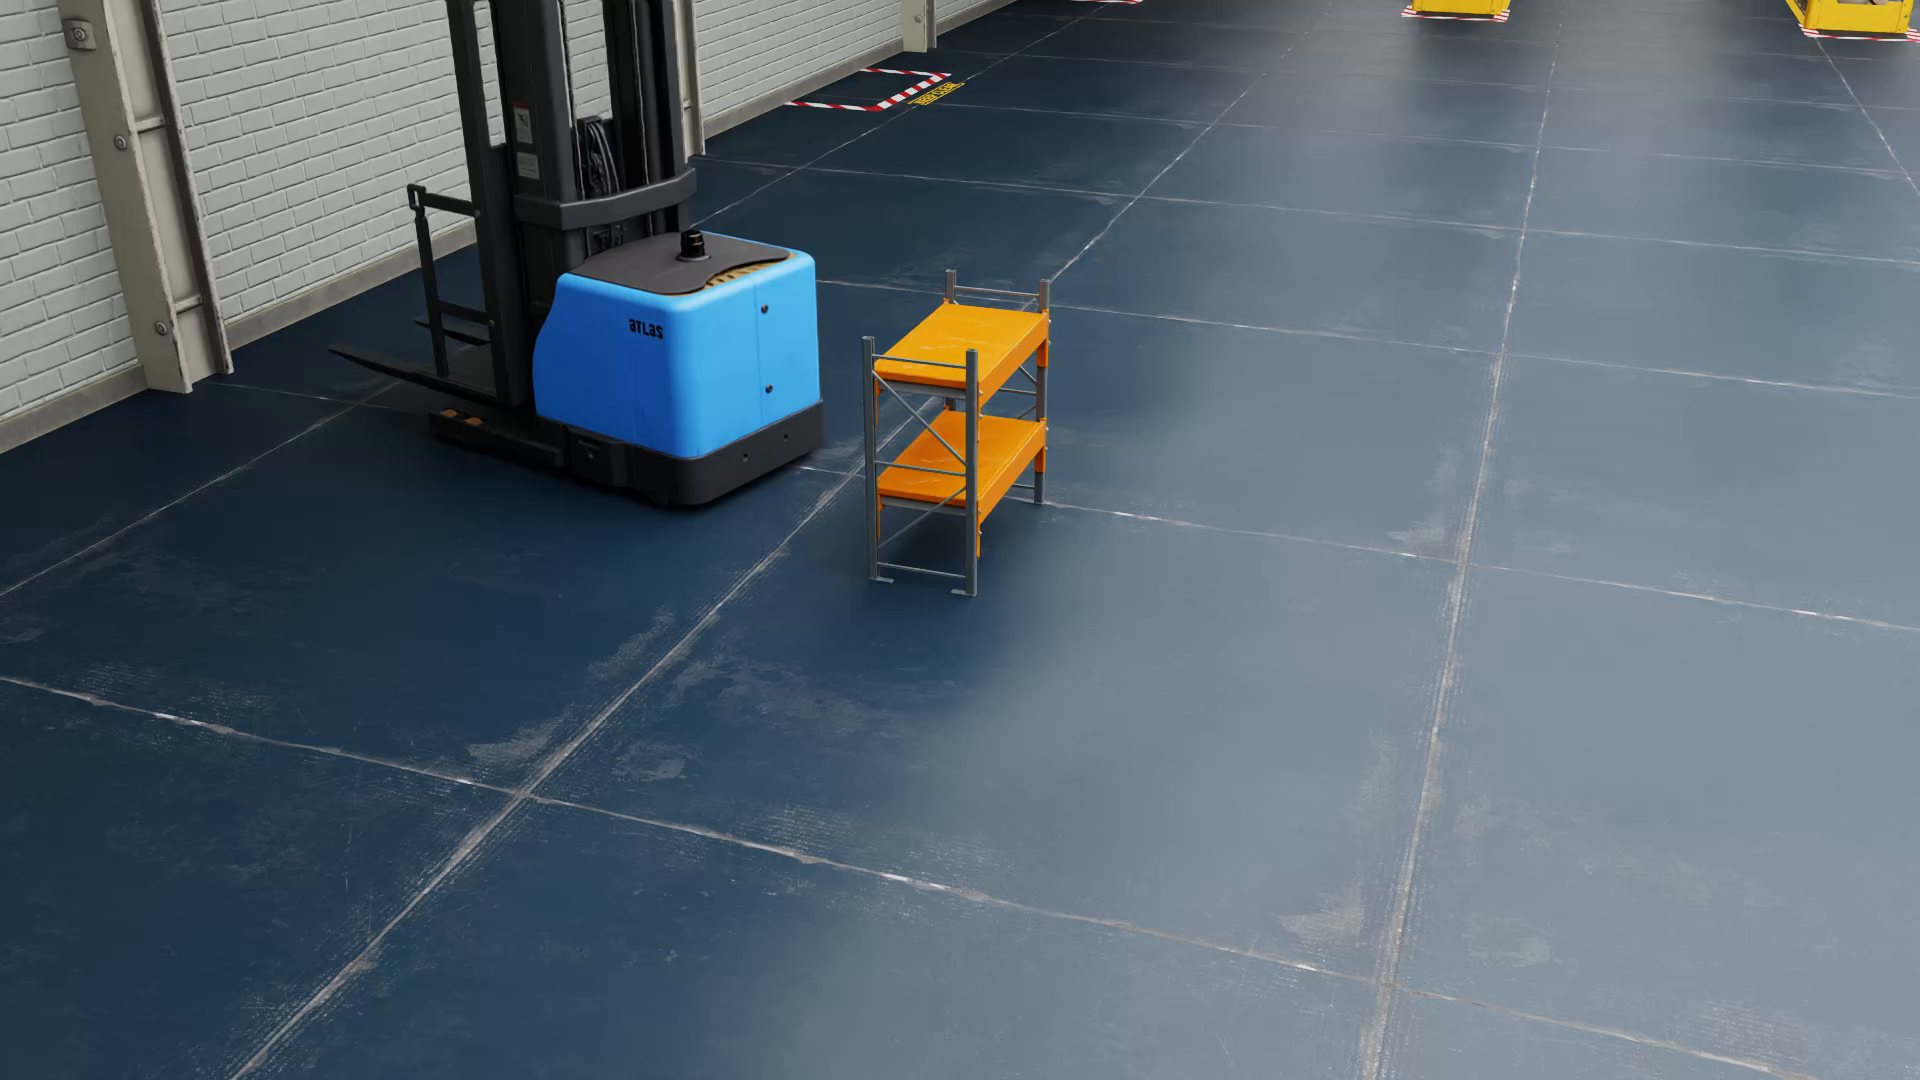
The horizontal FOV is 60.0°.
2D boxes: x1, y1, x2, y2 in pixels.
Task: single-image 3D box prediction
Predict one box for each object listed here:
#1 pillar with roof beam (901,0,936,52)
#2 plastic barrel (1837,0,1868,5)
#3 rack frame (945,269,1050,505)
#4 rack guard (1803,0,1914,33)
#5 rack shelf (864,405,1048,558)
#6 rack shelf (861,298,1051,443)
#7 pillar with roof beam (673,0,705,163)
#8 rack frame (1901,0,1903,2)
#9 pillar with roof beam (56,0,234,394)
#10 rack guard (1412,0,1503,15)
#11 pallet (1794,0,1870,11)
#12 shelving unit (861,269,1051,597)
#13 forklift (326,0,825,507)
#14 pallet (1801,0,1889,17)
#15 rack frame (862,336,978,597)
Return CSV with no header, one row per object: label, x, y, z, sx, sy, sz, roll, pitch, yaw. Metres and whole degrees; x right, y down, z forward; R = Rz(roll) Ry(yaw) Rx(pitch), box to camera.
pillar with roof beam,3.566,-9.295,16.621,9.100,9.000,0.400,9,27,17
plastic barrel,11.575,-7.186,21.522,0.421,0.512,0.421,0,26,0
rack frame,0.171,-0.718,7.942,0.500,1.125,0.032,9,27,17
rack guard,11.409,-6.748,21.113,1.175,0.500,0.348,9,27,17
rack shelf,0.002,-0.289,7.617,0.538,0.278,1.000,9,27,17
rack shelf,0.002,-0.772,7.383,0.538,0.278,1.000,9,27,17
pillar with roof beam,1.569,-6.829,11.528,9.100,9.000,0.400,9,27,17
rack frame,11.428,-7.835,20.489,1.000,3.000,0.127,9,27,17
pillar with roof beam,-0.427,-4.363,6.436,9.100,9.000,0.400,9,27,17
rack guard,6.750,-7.420,22.501,1.175,0.500,0.348,9,27,17
pallet,12.092,-7.450,22.896,1.003,0.211,1.213,9,27,17
shelving unit,0.002,-0.509,7.511,0.538,1.125,1.048,9,27,17
forklift,-2.202,-1.966,8.447,3.031,2.935,1.130,17,31,31
pallet,11.684,-6.951,21.864,1.003,0.211,1.213,9,27,17
rack frame,-0.167,-0.300,7.079,0.500,1.125,0.032,9,27,17
